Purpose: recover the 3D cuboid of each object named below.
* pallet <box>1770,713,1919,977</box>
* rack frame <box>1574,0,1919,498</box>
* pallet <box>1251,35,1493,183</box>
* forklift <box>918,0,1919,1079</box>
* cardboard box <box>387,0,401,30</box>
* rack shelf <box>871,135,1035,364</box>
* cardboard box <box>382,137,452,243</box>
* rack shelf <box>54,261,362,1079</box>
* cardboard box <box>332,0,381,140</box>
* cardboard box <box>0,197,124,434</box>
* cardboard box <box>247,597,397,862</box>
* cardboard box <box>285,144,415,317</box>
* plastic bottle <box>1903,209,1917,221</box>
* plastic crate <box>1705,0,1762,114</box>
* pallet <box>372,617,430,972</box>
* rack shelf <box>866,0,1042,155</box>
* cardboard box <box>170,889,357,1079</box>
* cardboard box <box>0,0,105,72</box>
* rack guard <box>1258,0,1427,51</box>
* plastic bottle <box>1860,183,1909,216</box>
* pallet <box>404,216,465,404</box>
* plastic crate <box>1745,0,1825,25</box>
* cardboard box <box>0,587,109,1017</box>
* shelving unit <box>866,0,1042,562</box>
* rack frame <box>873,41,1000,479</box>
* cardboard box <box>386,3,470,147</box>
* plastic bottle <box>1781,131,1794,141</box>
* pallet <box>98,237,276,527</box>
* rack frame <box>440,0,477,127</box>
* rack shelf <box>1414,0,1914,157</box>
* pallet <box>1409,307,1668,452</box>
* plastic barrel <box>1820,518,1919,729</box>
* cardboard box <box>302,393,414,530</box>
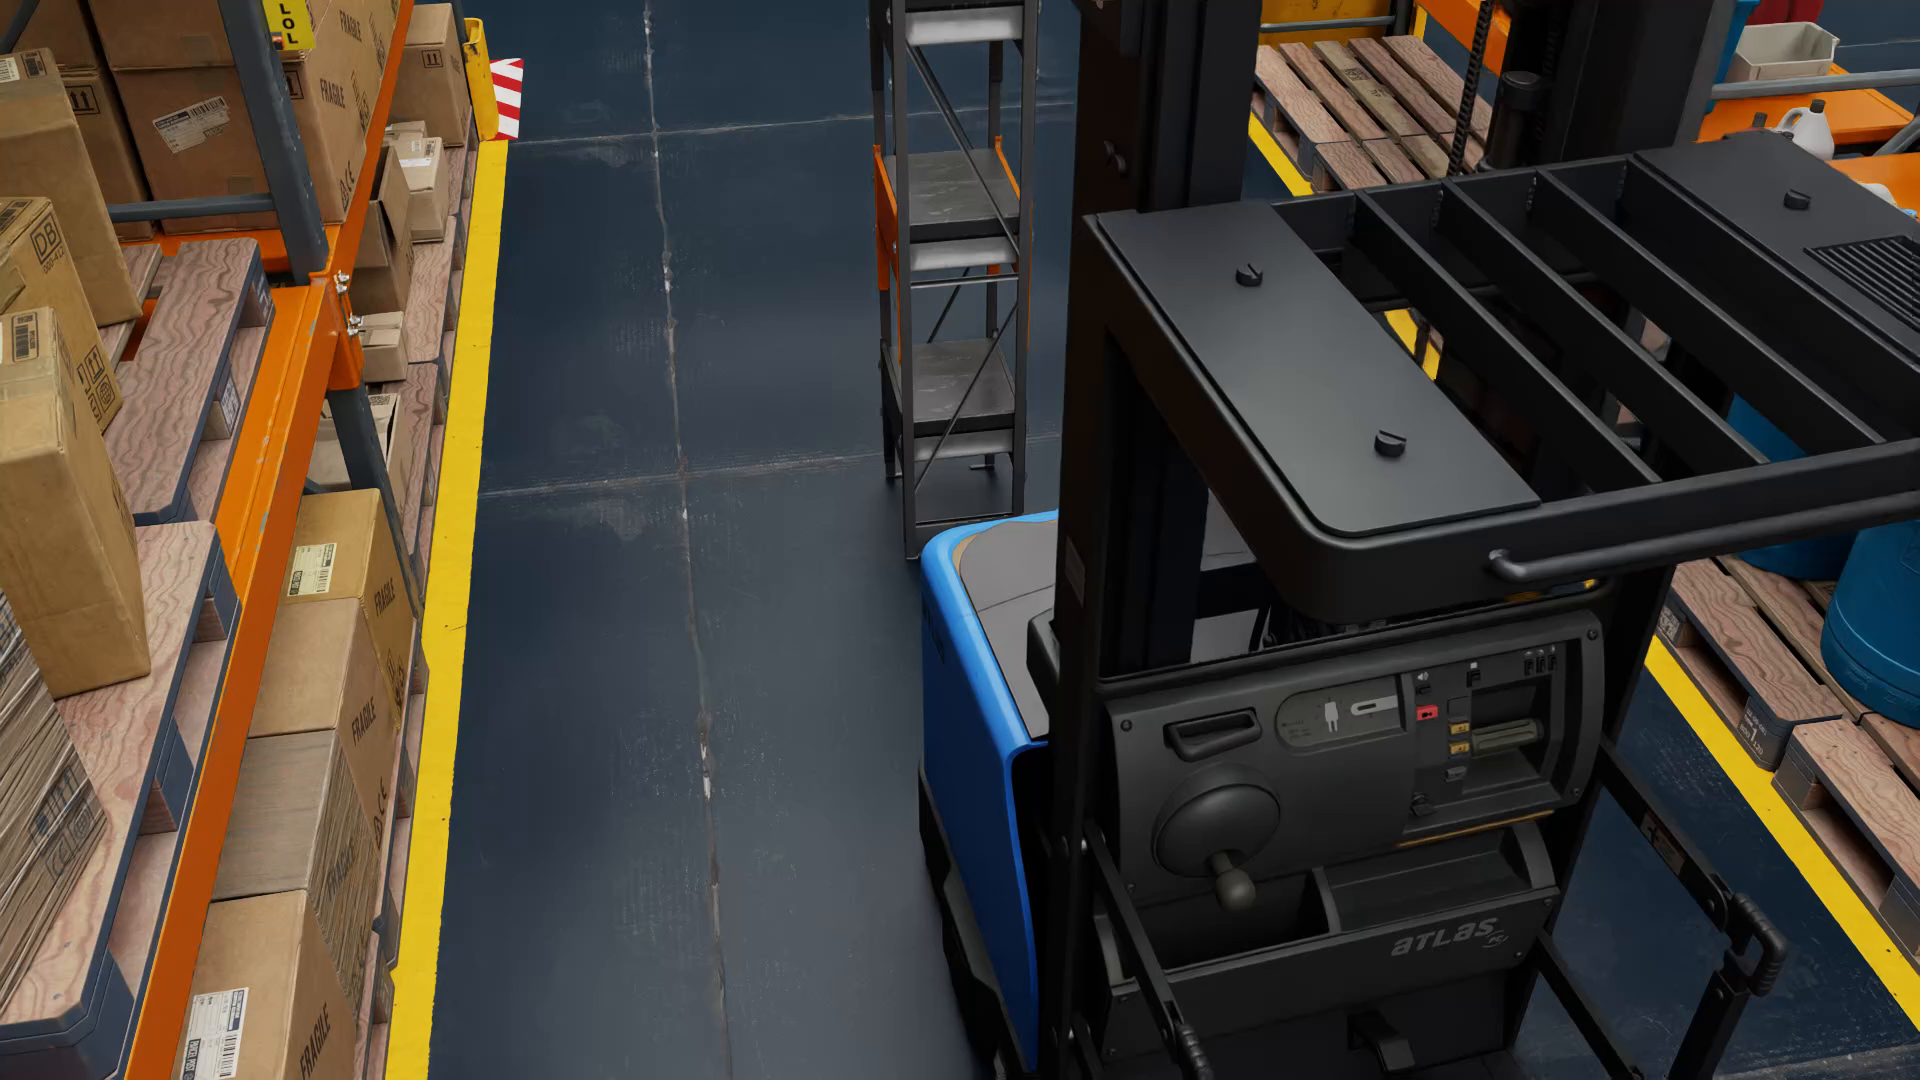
[{"bbox_3d":[2.952,0.921,4.393,1.003,0.211,1.213,-6,38,-8],"label":"pallet"},{"bbox_3d":[2.640,-1.389,5.093,1.000,3.000,0.127,-6,38,-8],"label":"rack frame"},{"bbox_3d":[2.045,-2.202,8.412,1.003,0.211,1.213,-6,38,-8],"label":"pallet"},{"bbox_3d":[0.768,0.463,2.765,1.130,2.935,3.031,-9,39,-12],"label":"forklift"},{"bbox_3d":[-2.327,-2.154,5.996,0.500,0.500,0.500,-7,38,-9],"label":"cardboard box"},{"bbox_3d":[-0.029,-0.918,5.243,0.431,0.518,0.480,-6,38,-8],"label":"rack shelf"},{"bbox_3d":[-2.464,-1.484,7.098,0.500,0.250,0.500,-6,38,-8],"label":"cardboard box"},{"bbox_3d":[-1.886,0.633,3.076,1.077,0.370,4.000,-6,38,-8],"label":"rack shelf"},{"bbox_3d":[-2.151,-1.544,5.211,0.500,0.500,0.500,-6,38,-7],"label":"cardboard box"},{"bbox_3d":[-2.191,-0.345,3.326,0.700,0.500,0.500,-1,38,-1],"label":"cardboard box"},{"bbox_3d":[-1.790,0.521,4.313,0.500,0.500,0.500,-6,38,-8],"label":"cardboard box"},{"bbox_3d":[-2.572,-1.181,6.501,0.797,0.503,0.637,-6,38,-8],"label":"cardboard box"},{"bbox_3d":[2.530,-0.794,4.489,0.097,0.201,0.097,0,38,0],"label":"plastic bottle"},{"bbox_3d":[2.223,-1.652,5.396,0.392,0.384,0.575,-6,38,-8],"label":"plastic crate"},{"bbox_3d":[-2.057,0.730,4.639,1.003,0.211,1.213,-6,38,-8],"label":"pallet"},{"bbox_3d":[-0.029,-1.471,4.813,0.431,0.518,0.480,-6,38,-8],"label":"rack shelf"},{"bbox_3d":[-1.611,1.131,3.528,0.500,0.500,0.500,-7,38,-9],"label":"cardboard box"},{"bbox_3d":[-2.581,-1.571,4.430,0.500,0.500,0.500,-6,38,-8],"label":"cardboard box"},{"bbox_3d":[1.922,-2.831,8.987,1.175,0.500,0.348,-6,38,-8],"label":"rack guard"},{"bbox_3d":[2.410,-0.799,4.434,0.152,0.276,0.135,-6,38,-8],"label":"plastic bottle"},{"bbox_3d":[-2.574,-0.911,6.751,1.003,0.211,1.213,-6,38,-8],"label":"pallet"},{"bbox_3d":[2.731,-2.005,5.784,0.402,0.464,0.583,-6,38,-8],"label":"plastic crate"},{"bbox_3d":[-1.730,0.411,2.353,0.700,0.500,0.500,0,38,1],"label":"cardboard box"},{"bbox_3d":[-0.029,-0.929,5.235,0.431,2.100,0.503,-6,38,-8],"label":"shelving unit"},{"bbox_3d":[-0.072,-1.077,5.424,0.400,2.100,0.015,-6,38,-8],"label":"rack frame"},{"bbox_3d":[-2.601,-2.160,7.764,0.500,0.500,0.500,-6,38,-8],"label":"cardboard box"},{"bbox_3d":[2.308,-0.995,4.681,0.061,0.283,0.133,-6,38,-8],"label":"plastic bottle"},{"bbox_3d":[-2.204,-0.289,3.833,1.003,0.211,1.213,-6,38,-8],"label":"pallet"},{"bbox_3d":[-2.938,-3.275,7.520,1.000,3.000,0.127,-6,38,-8],"label":"rack frame"},{"bbox_3d":[2.290,-2.313,6.869,1.077,0.370,4.000,-6,38,-8],"label":"rack shelf"},{"bbox_3d":[2.473,-0.728,6.515,1.003,0.211,1.213,-6,38,-8],"label":"pallet"},{"bbox_3d":[2.843,0.032,4.632,0.600,0.901,0.708,-6,38,-8],"label":"plastic barrel"},{"bbox_3d":[-2.098,-0.248,5.457,0.500,0.311,0.500,-6,38,-8],"label":"cardboard box"}]
